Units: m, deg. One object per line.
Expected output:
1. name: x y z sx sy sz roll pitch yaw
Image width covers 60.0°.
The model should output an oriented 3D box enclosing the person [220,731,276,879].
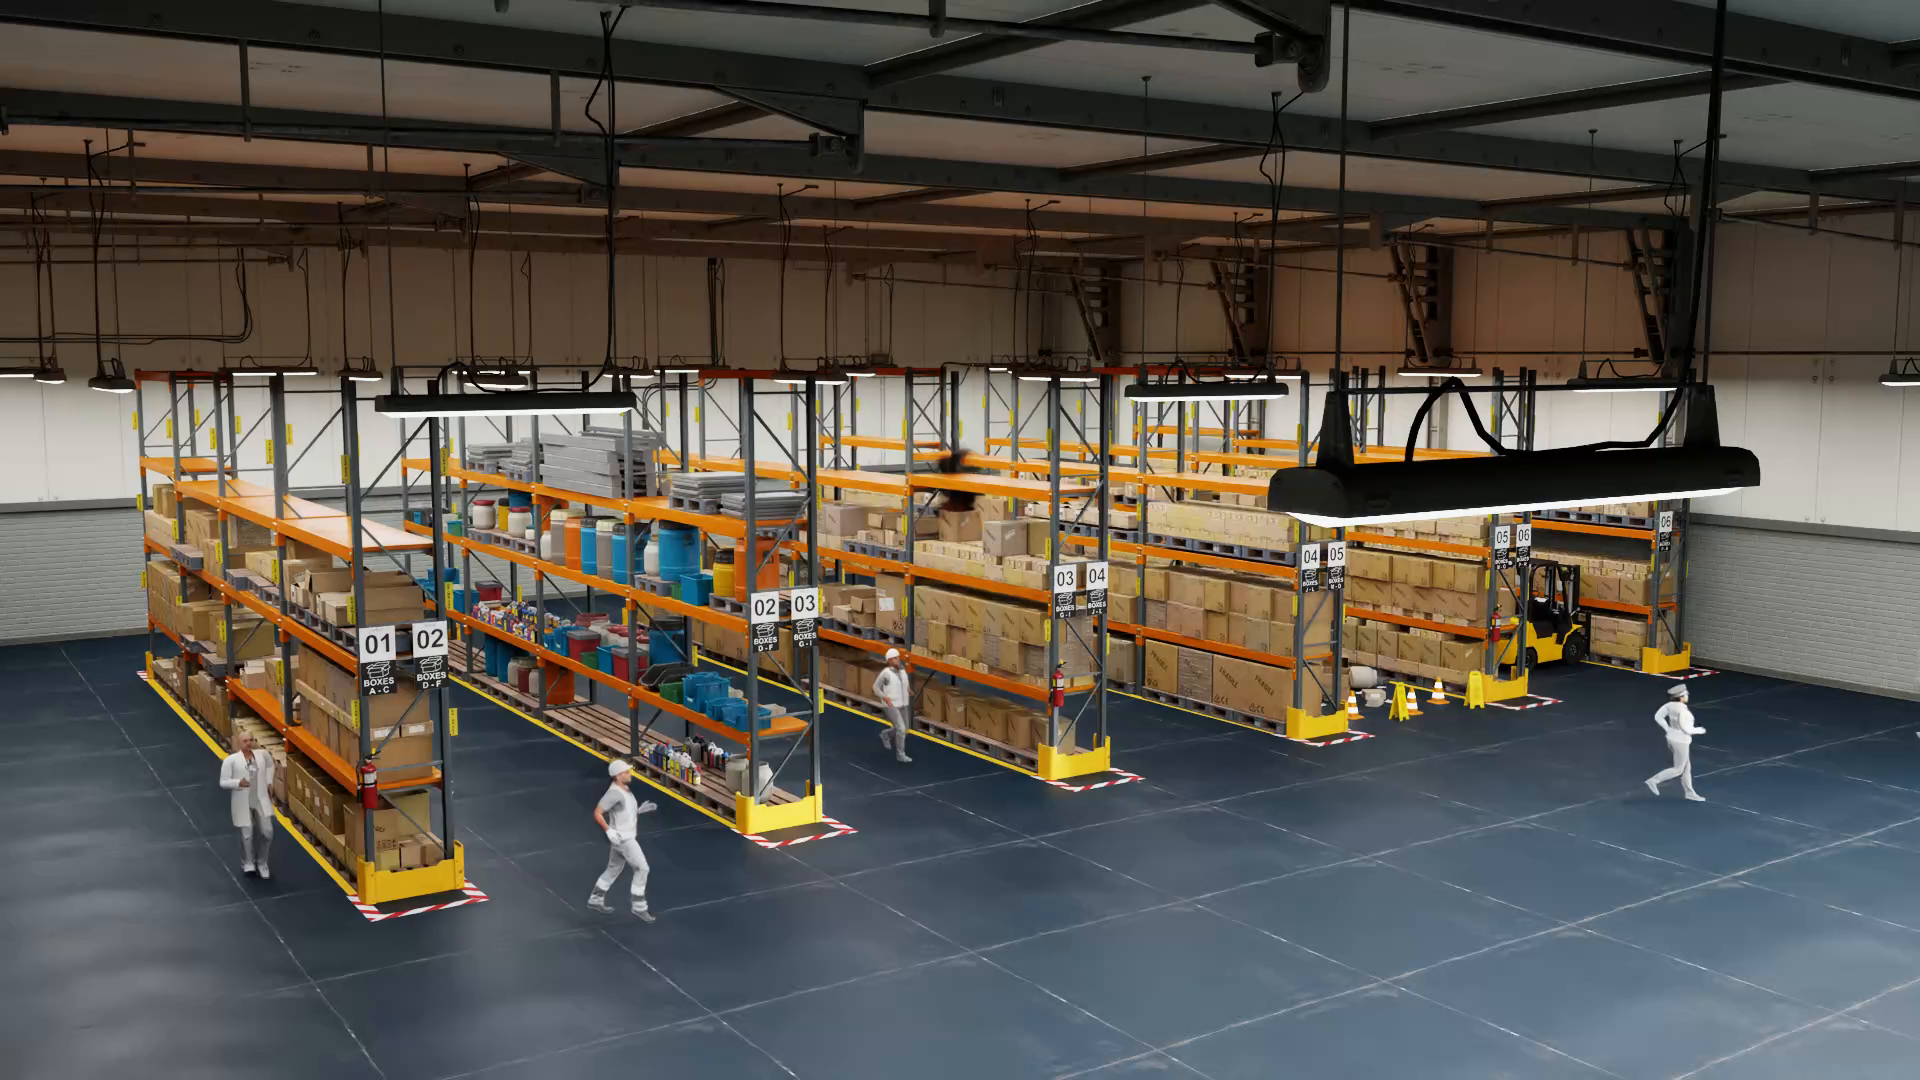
1. person: -8.527 3.204 20.027 0.688 1.814 0.755 -5 8 -36

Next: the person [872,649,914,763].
1. person: -1.026 2.556 25.847 0.803 1.739 0.668 6 9 44

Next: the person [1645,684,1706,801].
1. person: 10.068 2.856 23.359 0.901 1.693 0.616 0 6 -2

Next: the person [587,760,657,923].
1. person: -3.766 3.354 18.491 0.799 1.847 0.651 -1 7 -10
